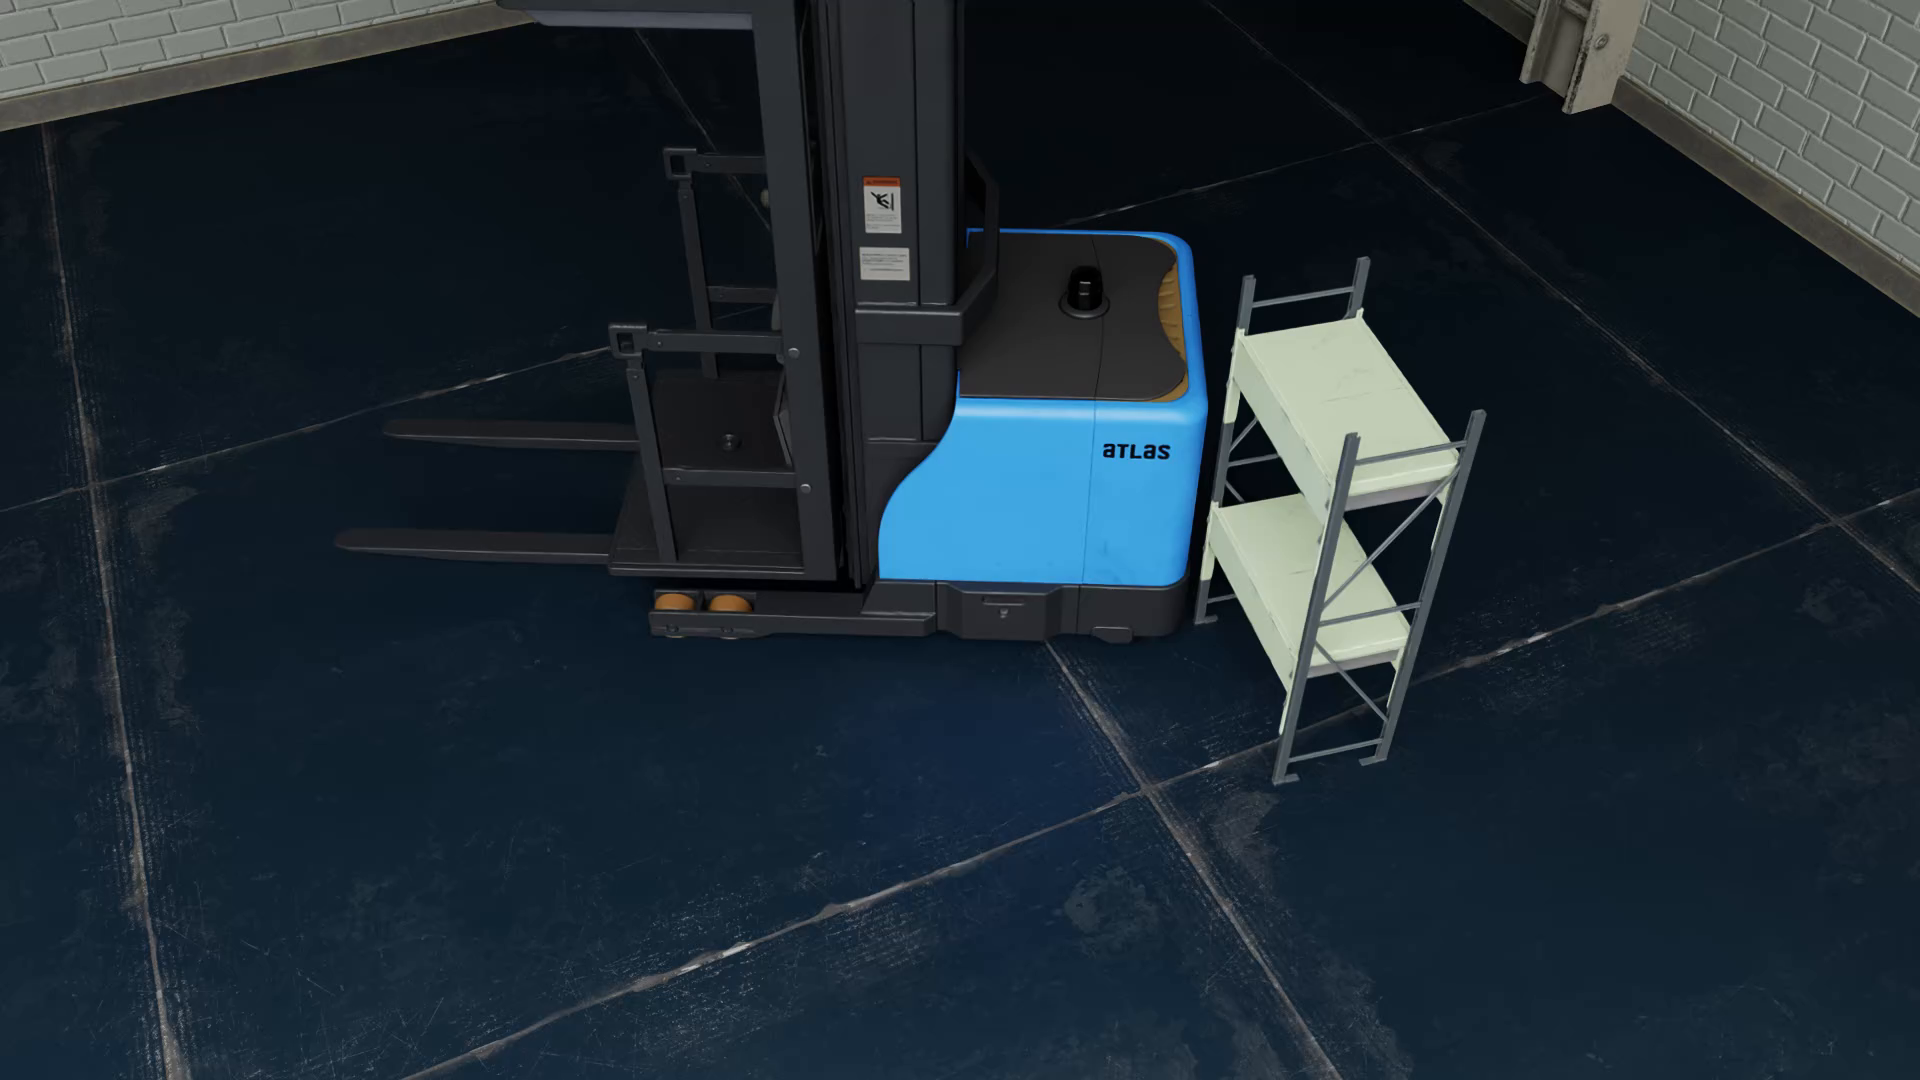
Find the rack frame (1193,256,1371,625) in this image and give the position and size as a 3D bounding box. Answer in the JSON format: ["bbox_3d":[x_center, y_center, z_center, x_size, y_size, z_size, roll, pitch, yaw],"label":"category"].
[{"bbox_3d":[1.030,-0.272,5.458,0.400,1.500,0.023,-10,46,-10],"label":"rack frame"}]

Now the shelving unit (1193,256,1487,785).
[{"bbox_3d":[1.123,-0.024,5.206,0.431,1.500,0.755,-10,46,-10],"label":"shelving unit"}]

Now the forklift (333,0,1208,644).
[{"bbox_3d":[-0.707,-1.061,5.239,3.031,2.935,1.130,2,45,2],"label":"forklift"}]

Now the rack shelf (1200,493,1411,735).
[{"bbox_3d":[1.123,0.208,5.435,0.431,0.370,0.720,-10,46,-10],"label":"rack shelf"}]

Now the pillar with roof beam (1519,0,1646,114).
[{"bbox_3d":[-0.764,-4.261,4.162,9.100,9.000,0.400,-18,47,-17],"label":"pillar with roof beam"}]

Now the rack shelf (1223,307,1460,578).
[{"bbox_3d":[1.123,-0.302,4.932,0.431,0.370,0.720,-10,46,-10],"label":"rack shelf"}]

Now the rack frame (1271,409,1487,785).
[{"bbox_3d":[1.216,0.225,4.954,0.400,1.500,0.023,-10,46,-10],"label":"rack frame"}]
